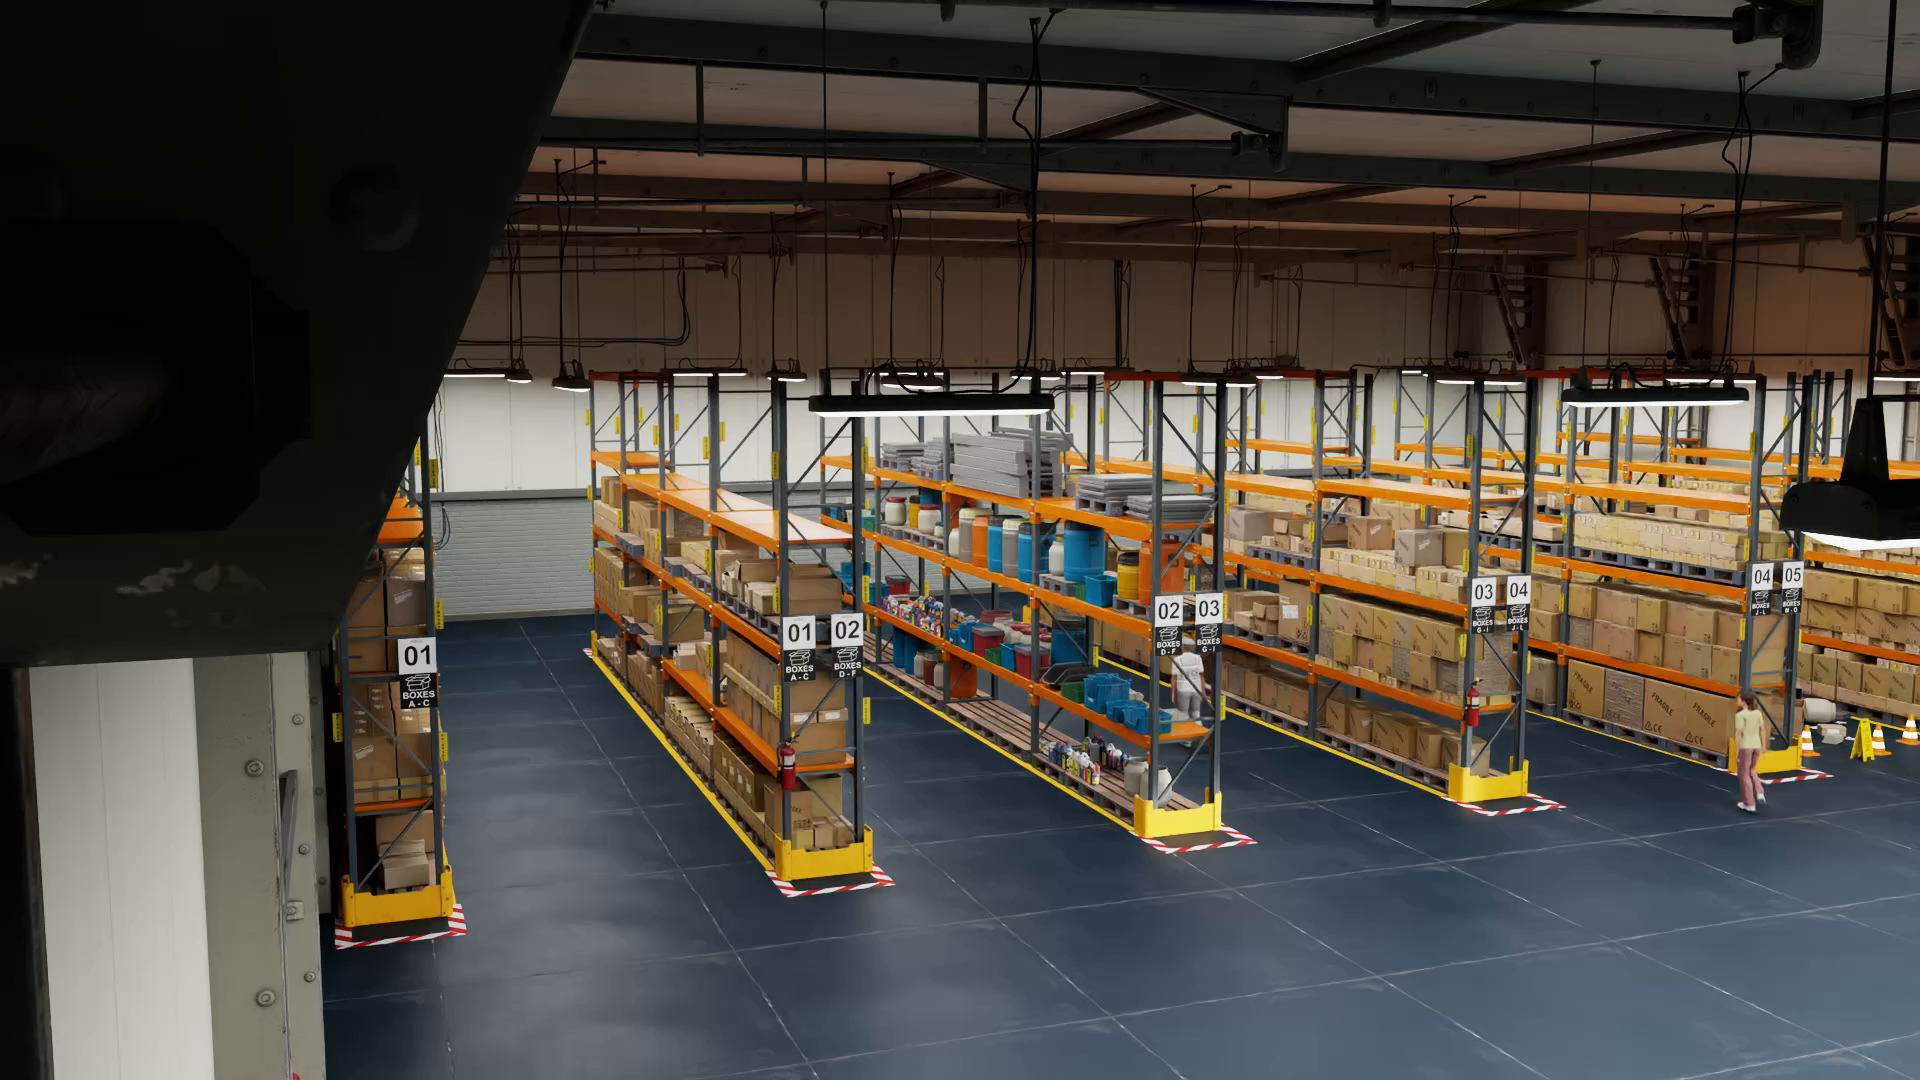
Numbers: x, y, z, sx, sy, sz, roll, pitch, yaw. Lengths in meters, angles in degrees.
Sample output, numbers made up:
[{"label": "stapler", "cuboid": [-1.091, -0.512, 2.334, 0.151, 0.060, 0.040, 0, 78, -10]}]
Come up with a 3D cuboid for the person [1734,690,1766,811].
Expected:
[{"label": "person", "cuboid": [10.971, 2.923, 23.115, 0.492, 1.659, 0.470, -1, 6, -11]}]

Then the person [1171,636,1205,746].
[{"label": "person", "cuboid": [3.693, 2.450, 26.893, 0.586, 1.762, 0.493, -1, 6, -9]}]

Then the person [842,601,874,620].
[{"label": "person", "cuboid": [-2.524, 1.079, 39.661, 1.052, 1.671, 0.521, 0, 6, 1]}]
